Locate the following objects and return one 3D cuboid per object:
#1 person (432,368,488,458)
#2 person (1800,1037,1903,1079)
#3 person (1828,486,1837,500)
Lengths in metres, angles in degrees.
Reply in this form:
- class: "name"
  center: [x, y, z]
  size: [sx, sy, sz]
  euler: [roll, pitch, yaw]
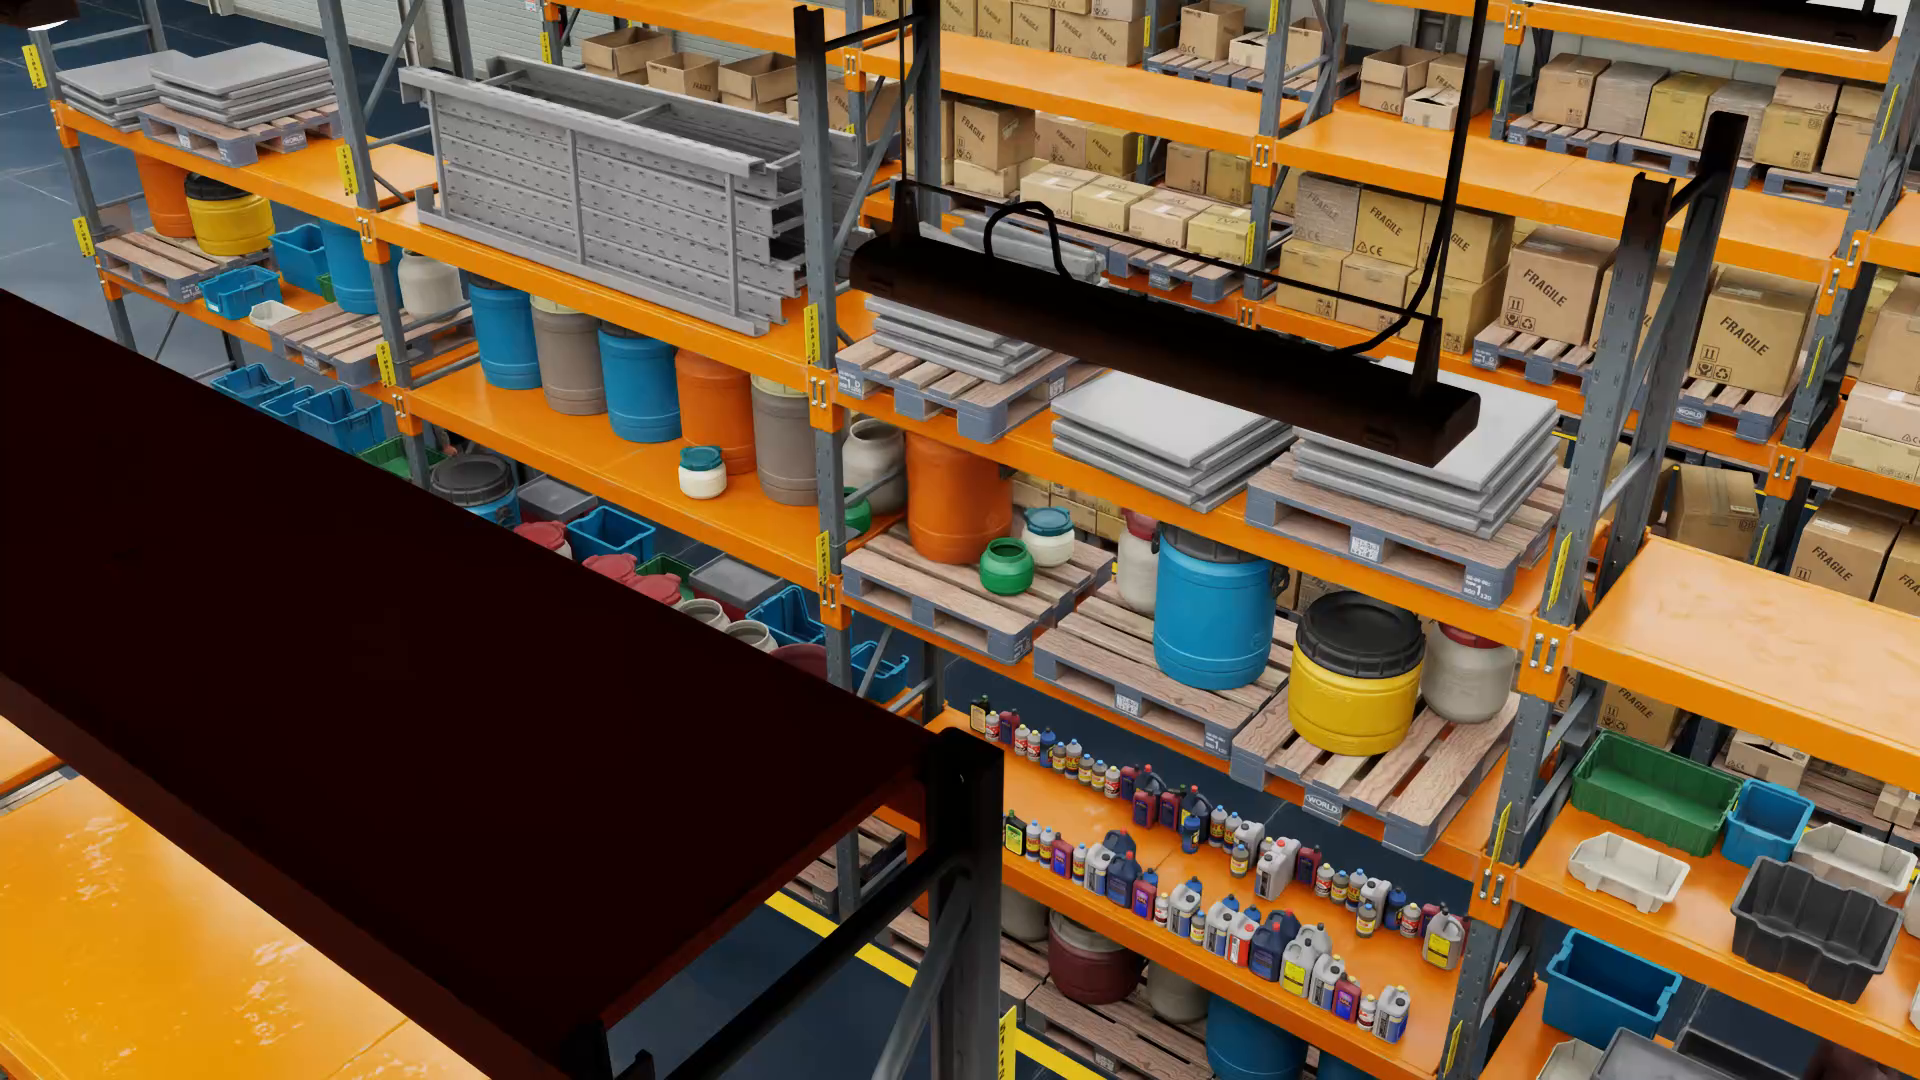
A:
- class: "person"
  center: [-4.606, -0.926, 15.198]
  size: [0.613, 1.769, 0.567]
  euler: [14, 34, 22]
- class: "person"
  center: [4.475, 3.086, 8.519]
  size: [0.536, 1.778, 0.639]
  euler: [-4, 32, -6]
- class: "person"
  center: [7.269, 0.033, 13.616]
  size: [0.650, 1.681, 0.655]
  euler: [-25, 40, -35]
